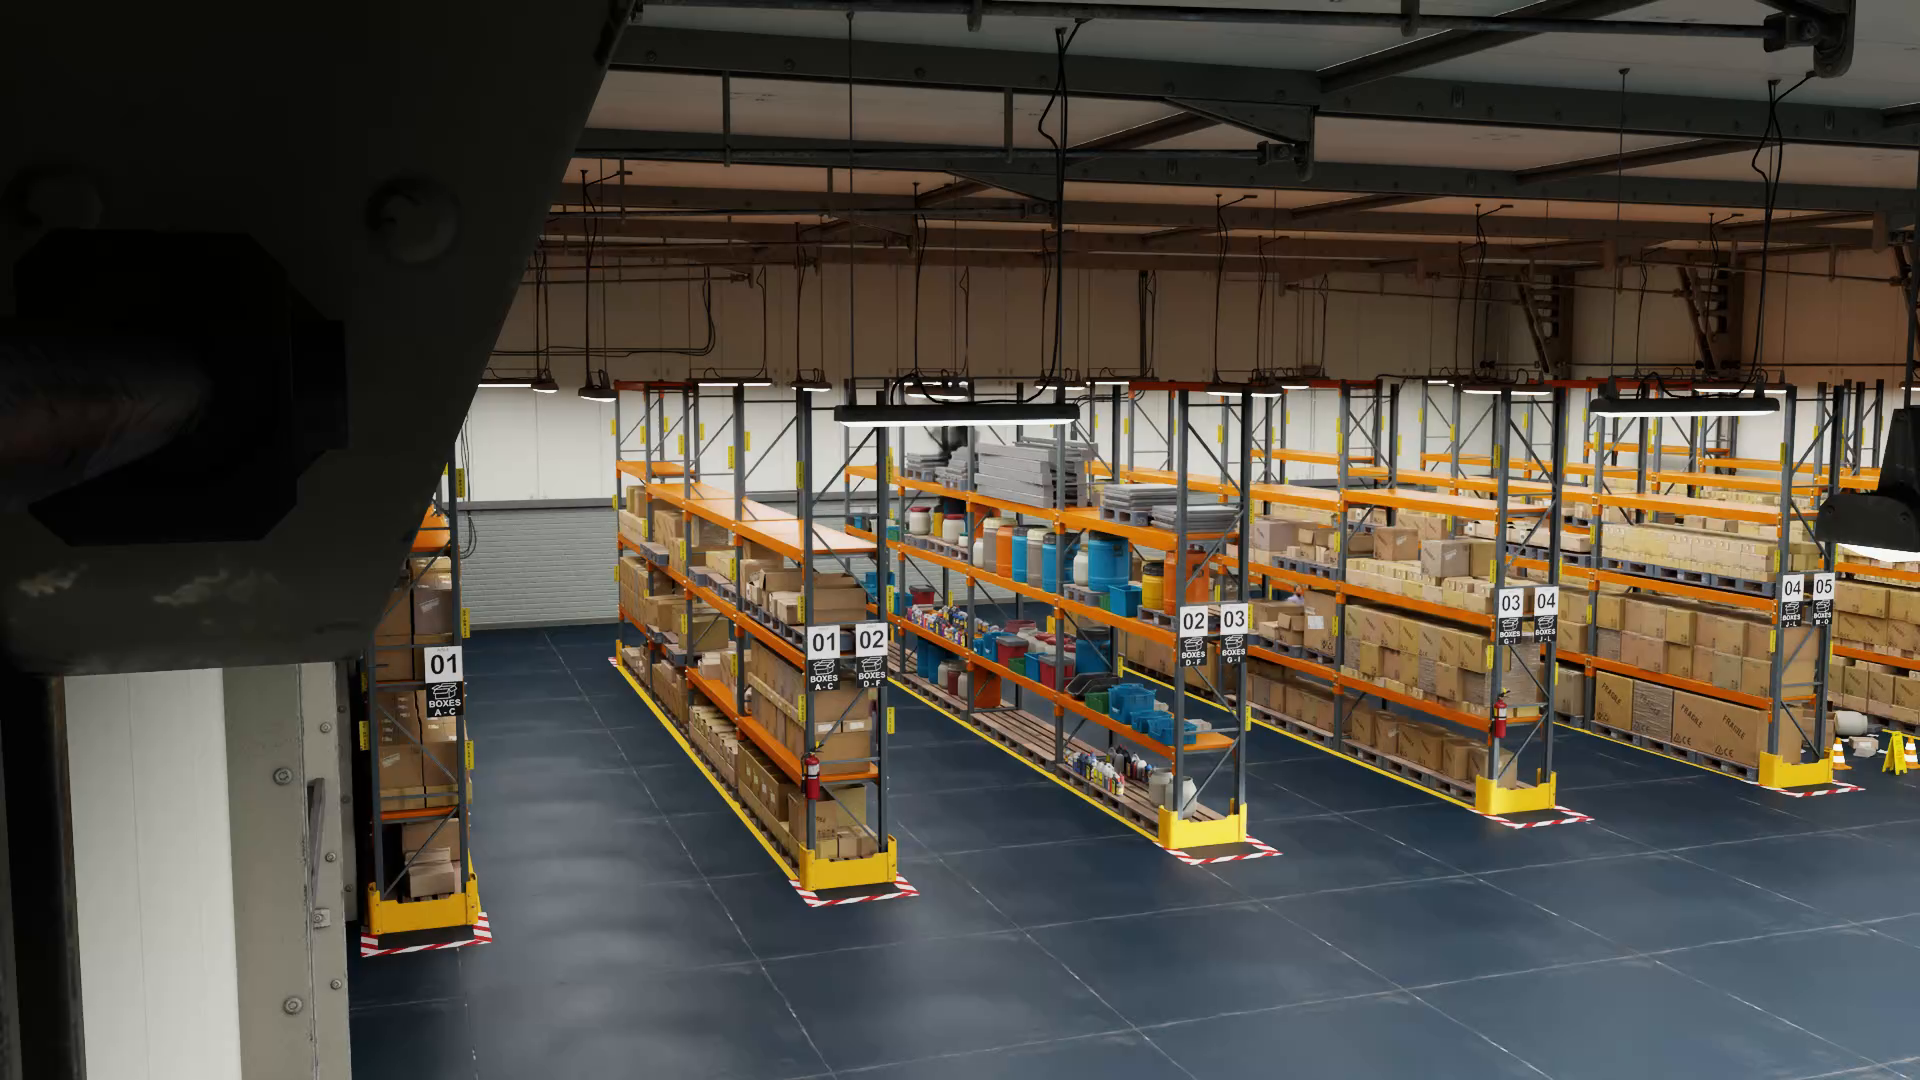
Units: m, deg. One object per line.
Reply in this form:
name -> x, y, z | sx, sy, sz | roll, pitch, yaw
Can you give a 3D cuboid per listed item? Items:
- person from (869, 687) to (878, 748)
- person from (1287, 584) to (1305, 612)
person -> -1.440, 2.641, 27.230 | 0.594, 1.736, 0.729 | -3, 7, -28
person -> 7.184, 1.768, 35.470 | 0.610, 1.637, 0.920 | -3, 7, -25
